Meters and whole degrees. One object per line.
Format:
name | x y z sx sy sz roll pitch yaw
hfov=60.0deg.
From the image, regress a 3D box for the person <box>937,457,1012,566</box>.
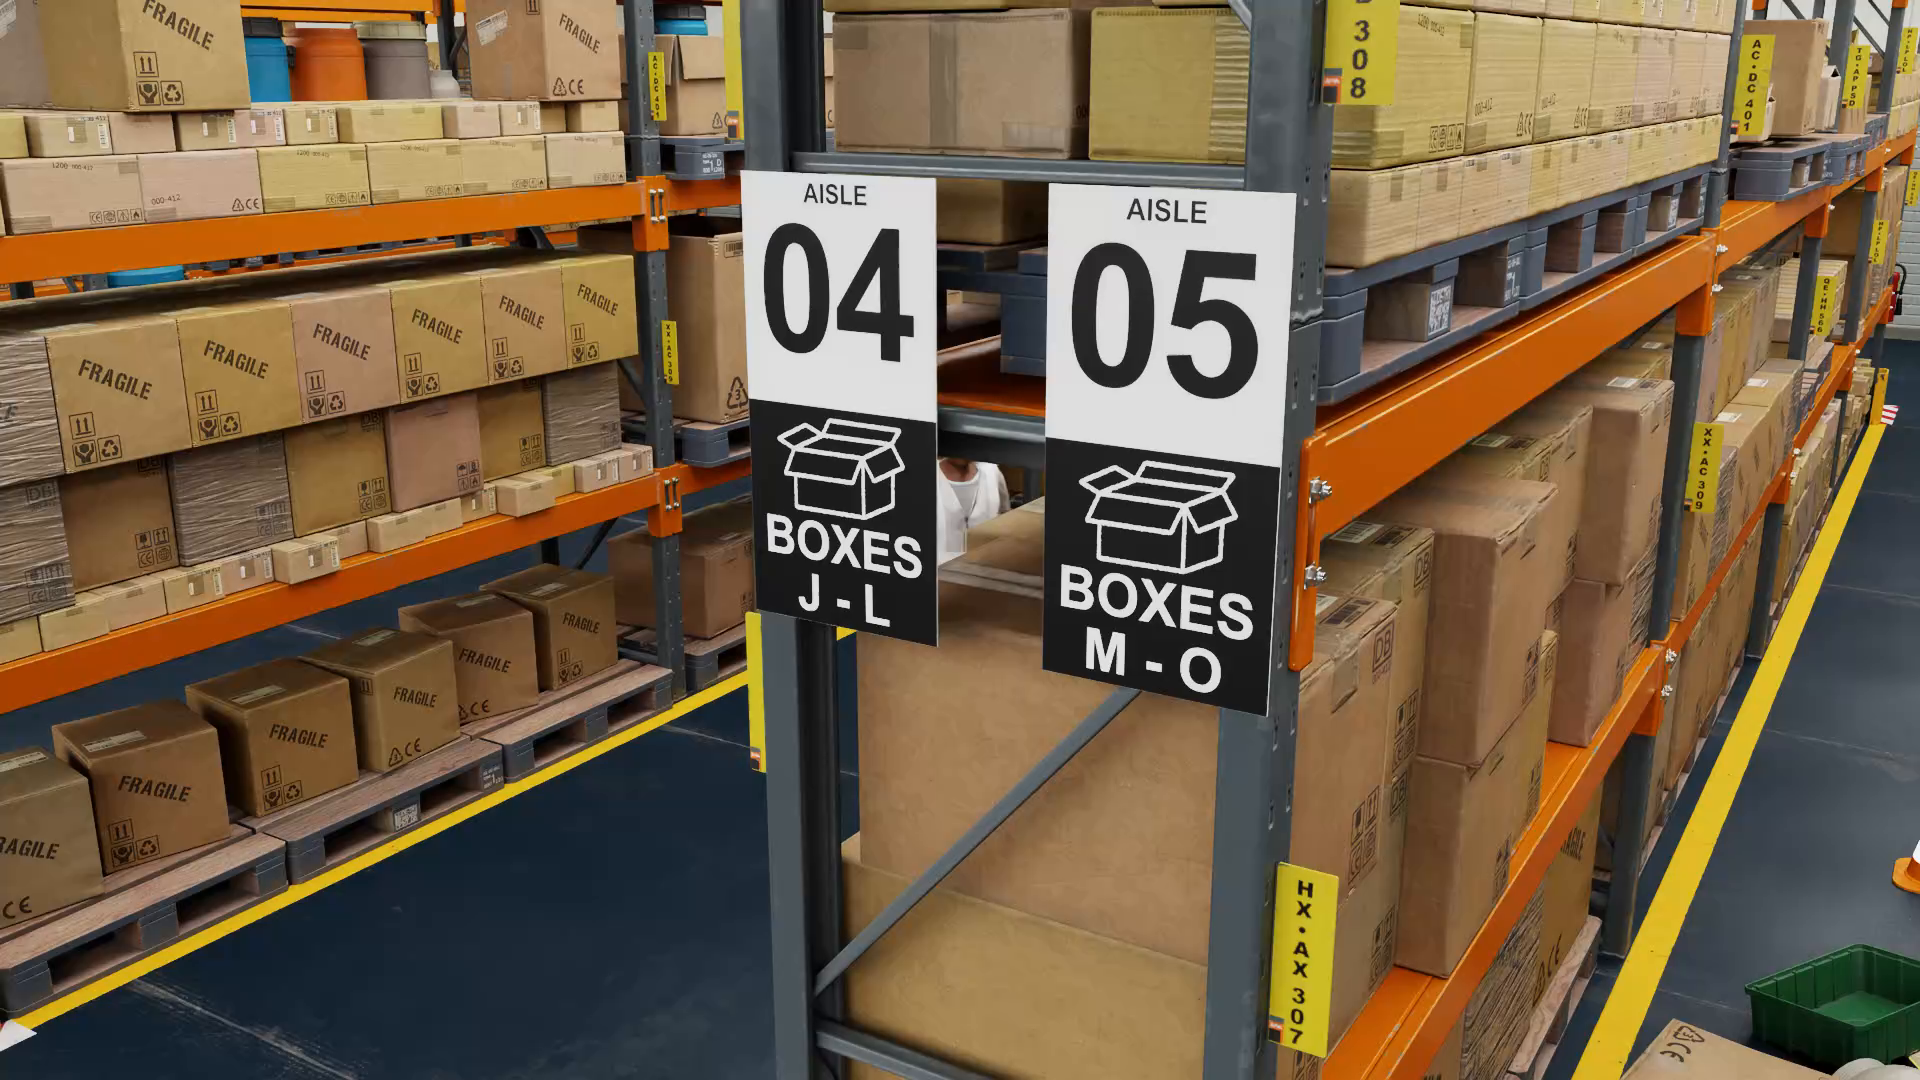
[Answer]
person | 0.031 0.194 8.314 0.691 1.783 0.518 -7 18 -24
